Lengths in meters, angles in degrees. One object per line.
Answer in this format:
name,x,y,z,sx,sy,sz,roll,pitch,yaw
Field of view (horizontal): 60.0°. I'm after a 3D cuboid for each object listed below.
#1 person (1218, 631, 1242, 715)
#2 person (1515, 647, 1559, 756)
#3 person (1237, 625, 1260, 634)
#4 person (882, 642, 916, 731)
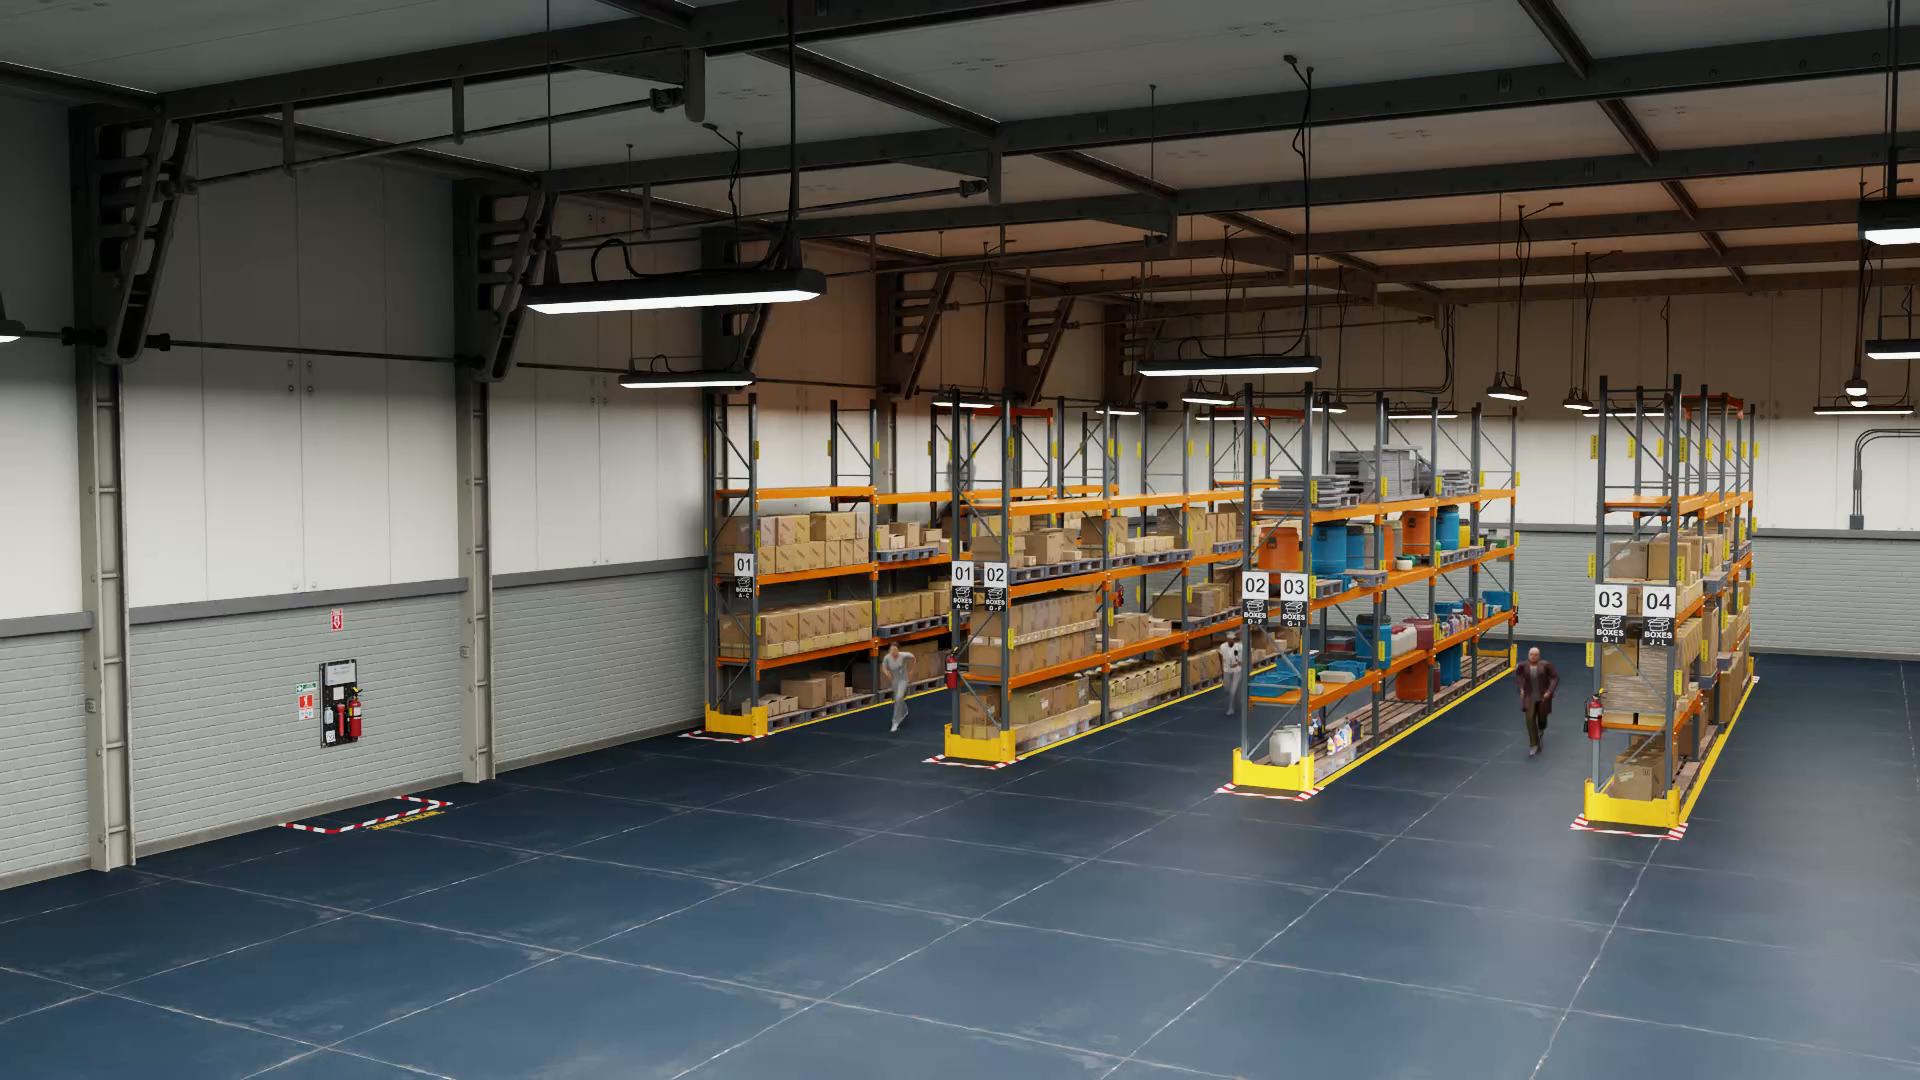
person,5.153,2.513,31.502,0.563,1.619,0.689,1,3,18
person,9.591,2.655,27.667,0.711,1.777,1.079,1,3,25
person,7.504,1.863,42.958,0.832,1.709,0.500,2,3,28
person,-1.077,2.607,30.065,0.606,1.626,0.962,1,3,10
